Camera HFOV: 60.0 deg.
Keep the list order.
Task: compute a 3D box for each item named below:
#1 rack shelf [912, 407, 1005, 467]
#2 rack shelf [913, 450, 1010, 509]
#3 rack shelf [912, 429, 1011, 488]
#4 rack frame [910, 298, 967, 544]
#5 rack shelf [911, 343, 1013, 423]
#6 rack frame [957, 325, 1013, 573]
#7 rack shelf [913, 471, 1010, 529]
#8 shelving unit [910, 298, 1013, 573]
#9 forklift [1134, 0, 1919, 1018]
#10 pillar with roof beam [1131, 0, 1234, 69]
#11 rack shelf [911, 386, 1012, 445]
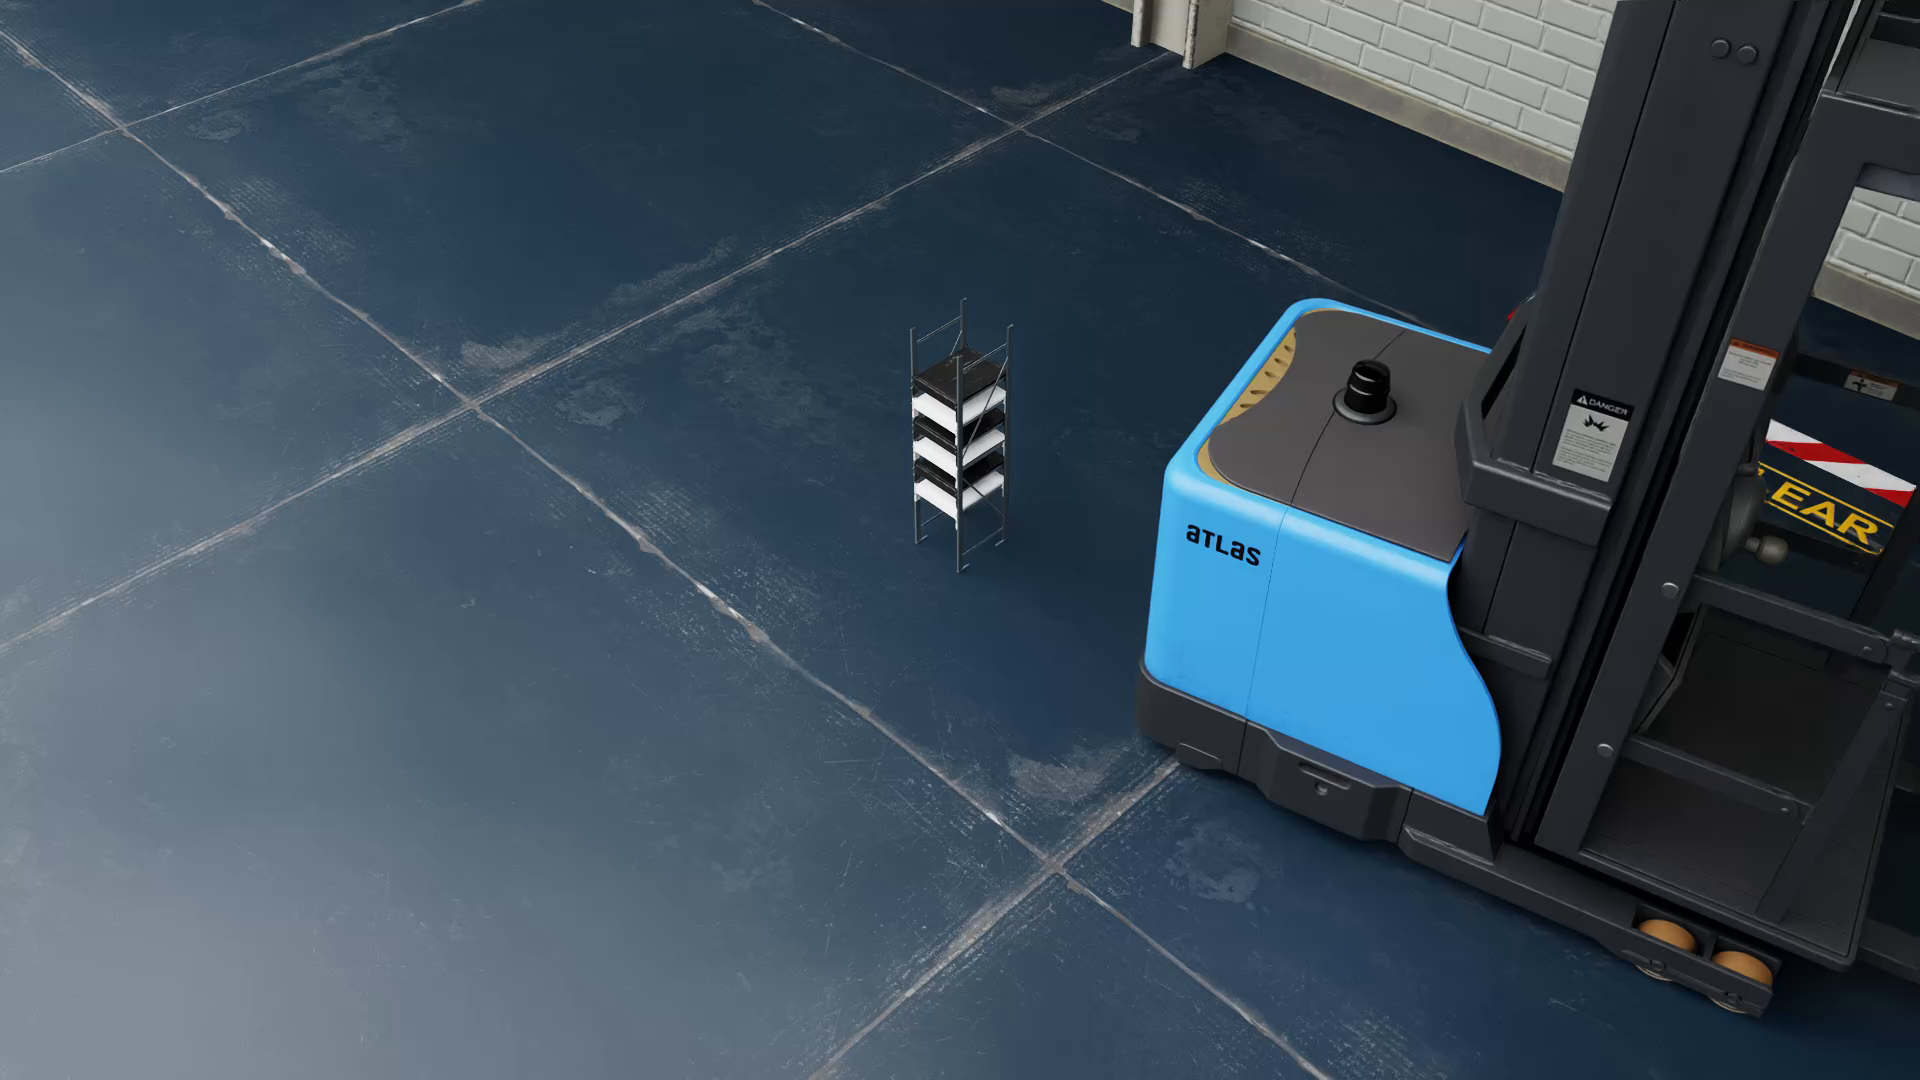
[{"bbox_3d":[0.006,-0.368,5.402,0.258,0.077,0.200,-34,53,-31],"label":"rack shelf"},{"bbox_3d":[0.006,-0.236,5.524,0.258,0.077,0.200,-34,53,-31],"label":"rack shelf"},{"bbox_3d":[0.006,-0.302,5.463,0.258,0.077,0.200,-34,53,-31],"label":"rack shelf"},{"bbox_3d":[-0.066,-0.375,5.493,0.240,0.900,0.006,-34,53,-31],"label":"rack frame"},{"bbox_3d":[0.006,-0.500,5.280,0.258,0.077,0.200,-34,53,-31],"label":"rack shelf"},{"bbox_3d":[0.078,-0.278,5.388,0.240,0.900,0.006,-34,53,-31],"label":"rack frame"},{"bbox_3d":[0.006,-0.170,5.585,0.258,0.077,0.200,-34,53,-31],"label":"rack shelf"},{"bbox_3d":[0.006,-0.327,5.440,0.258,0.900,0.210,-34,53,-31],"label":"shelving unit"},{"bbox_3d":[2.060,-0.245,3.855,3.031,2.935,1.130,22,47,22],"label":"forklift"},{"bbox_3d":[-1.929,-3.755,3.183,9.100,9.000,0.400,-34,53,-31],"label":"pillar with roof beam"},{"bbox_3d":[0.006,-0.434,5.341,0.258,0.077,0.200,-34,53,-31],"label":"rack shelf"}]
